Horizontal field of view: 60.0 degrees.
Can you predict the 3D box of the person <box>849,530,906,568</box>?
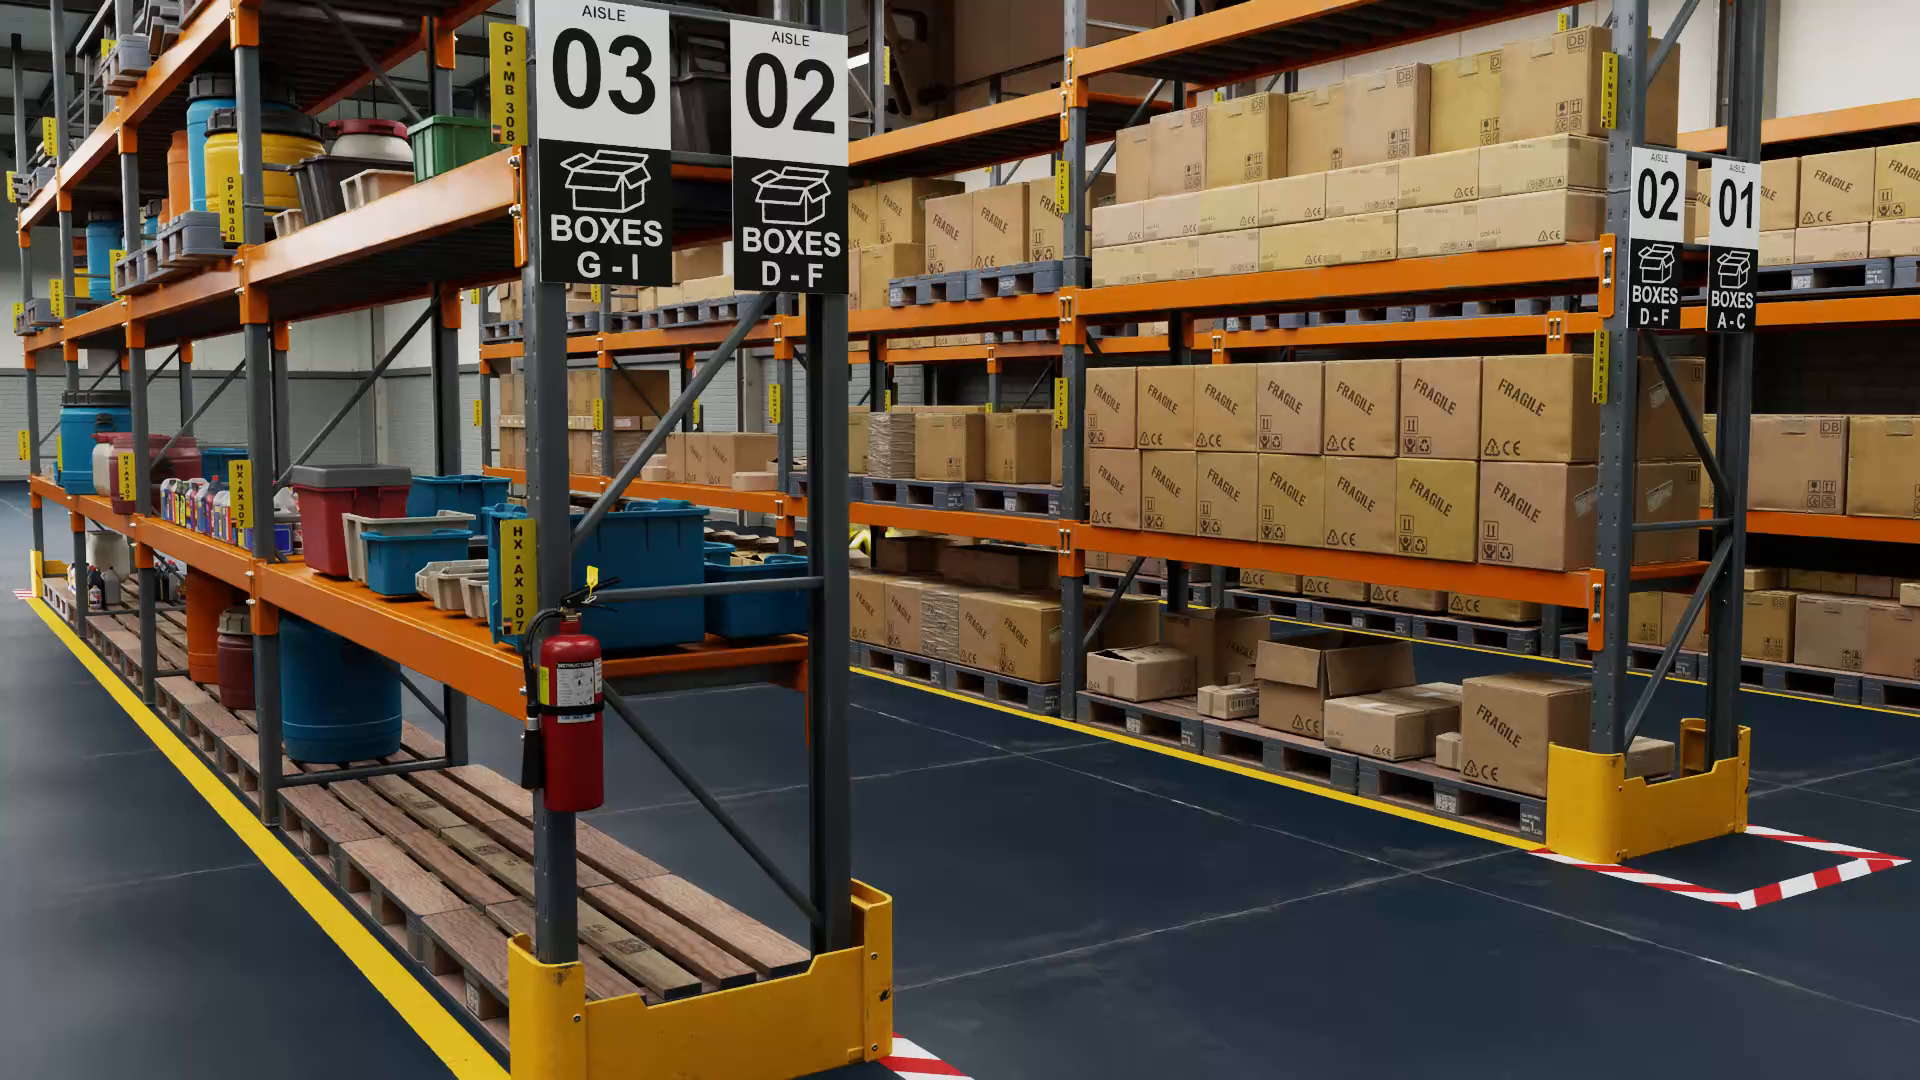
[{"bbox_3d":[-0.837,0.311,16.792,0.515,0.845,0.980,-3,6,-35],"label":"person"}]
